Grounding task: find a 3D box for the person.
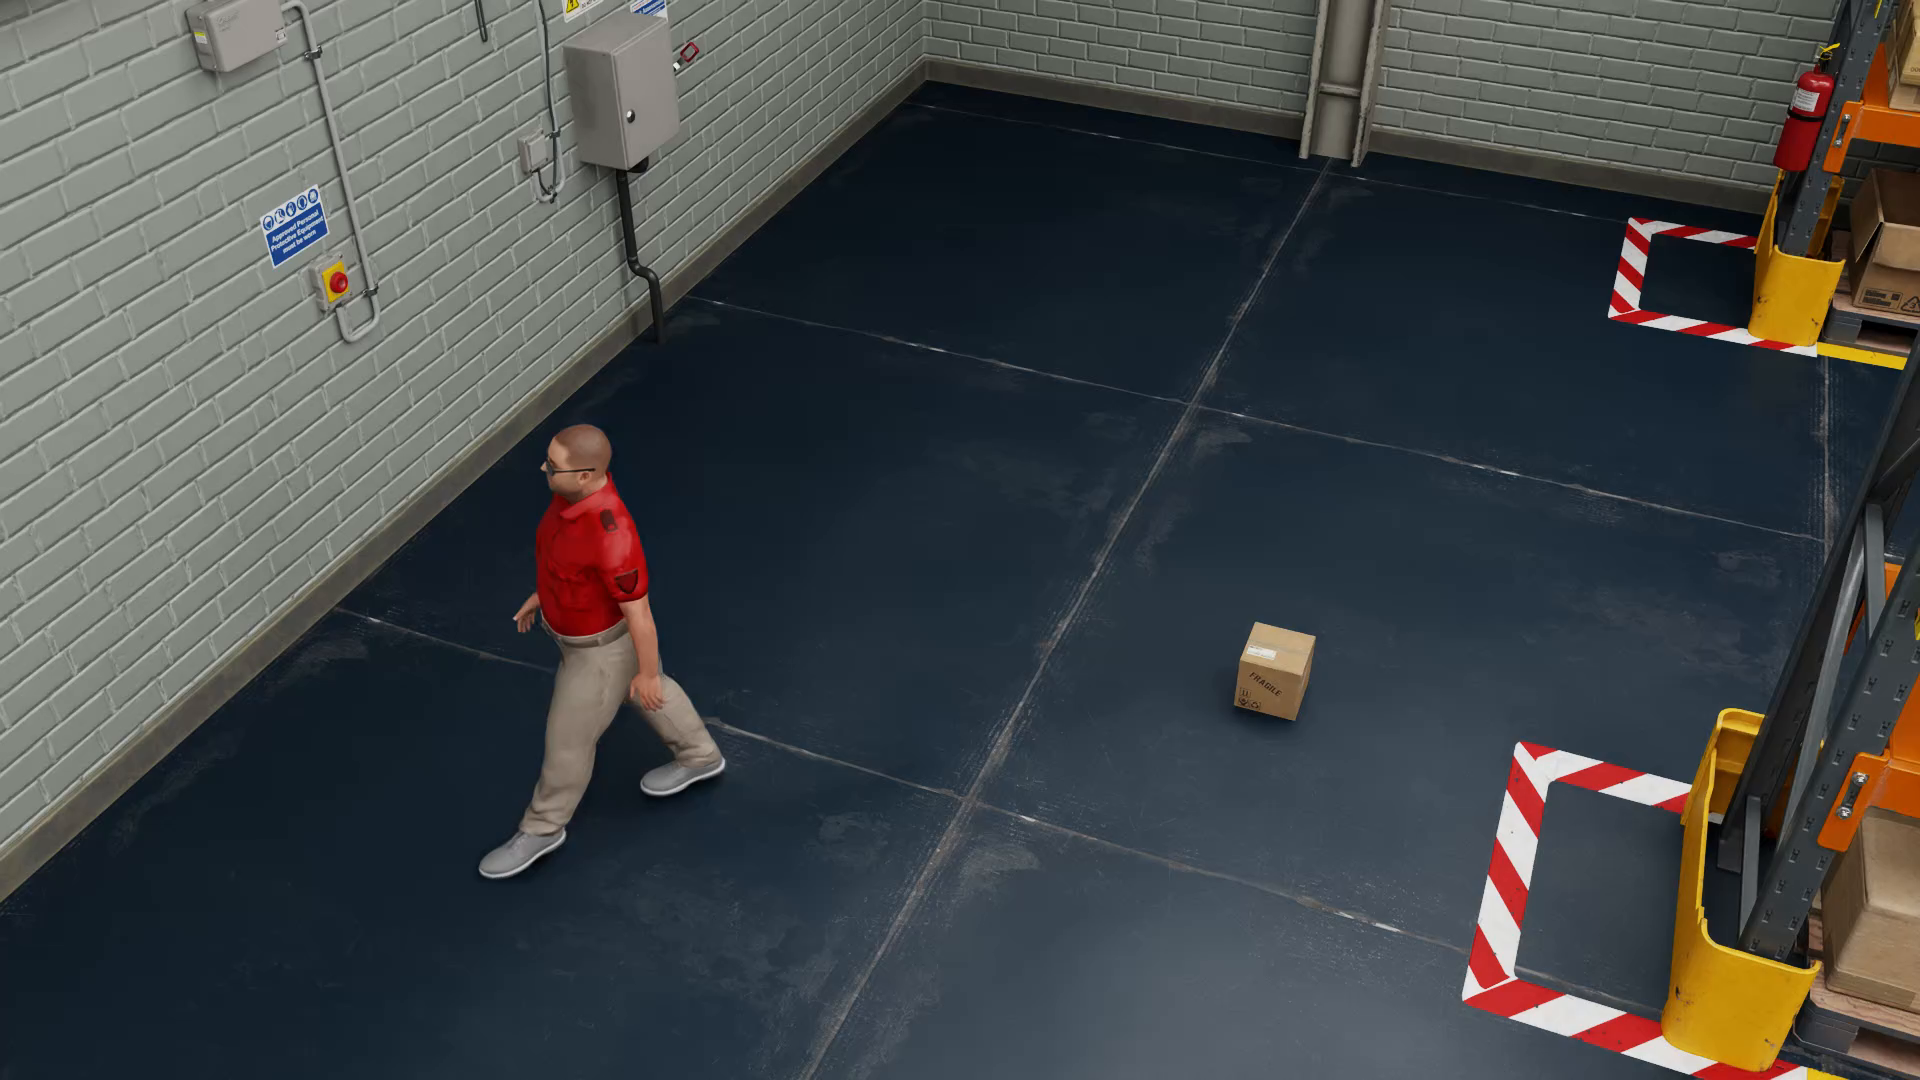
[{"bbox_3d":[-1.331,0.335,5.709,0.951,1.685,0.576,-12,39,-15],"label":"person"}]
